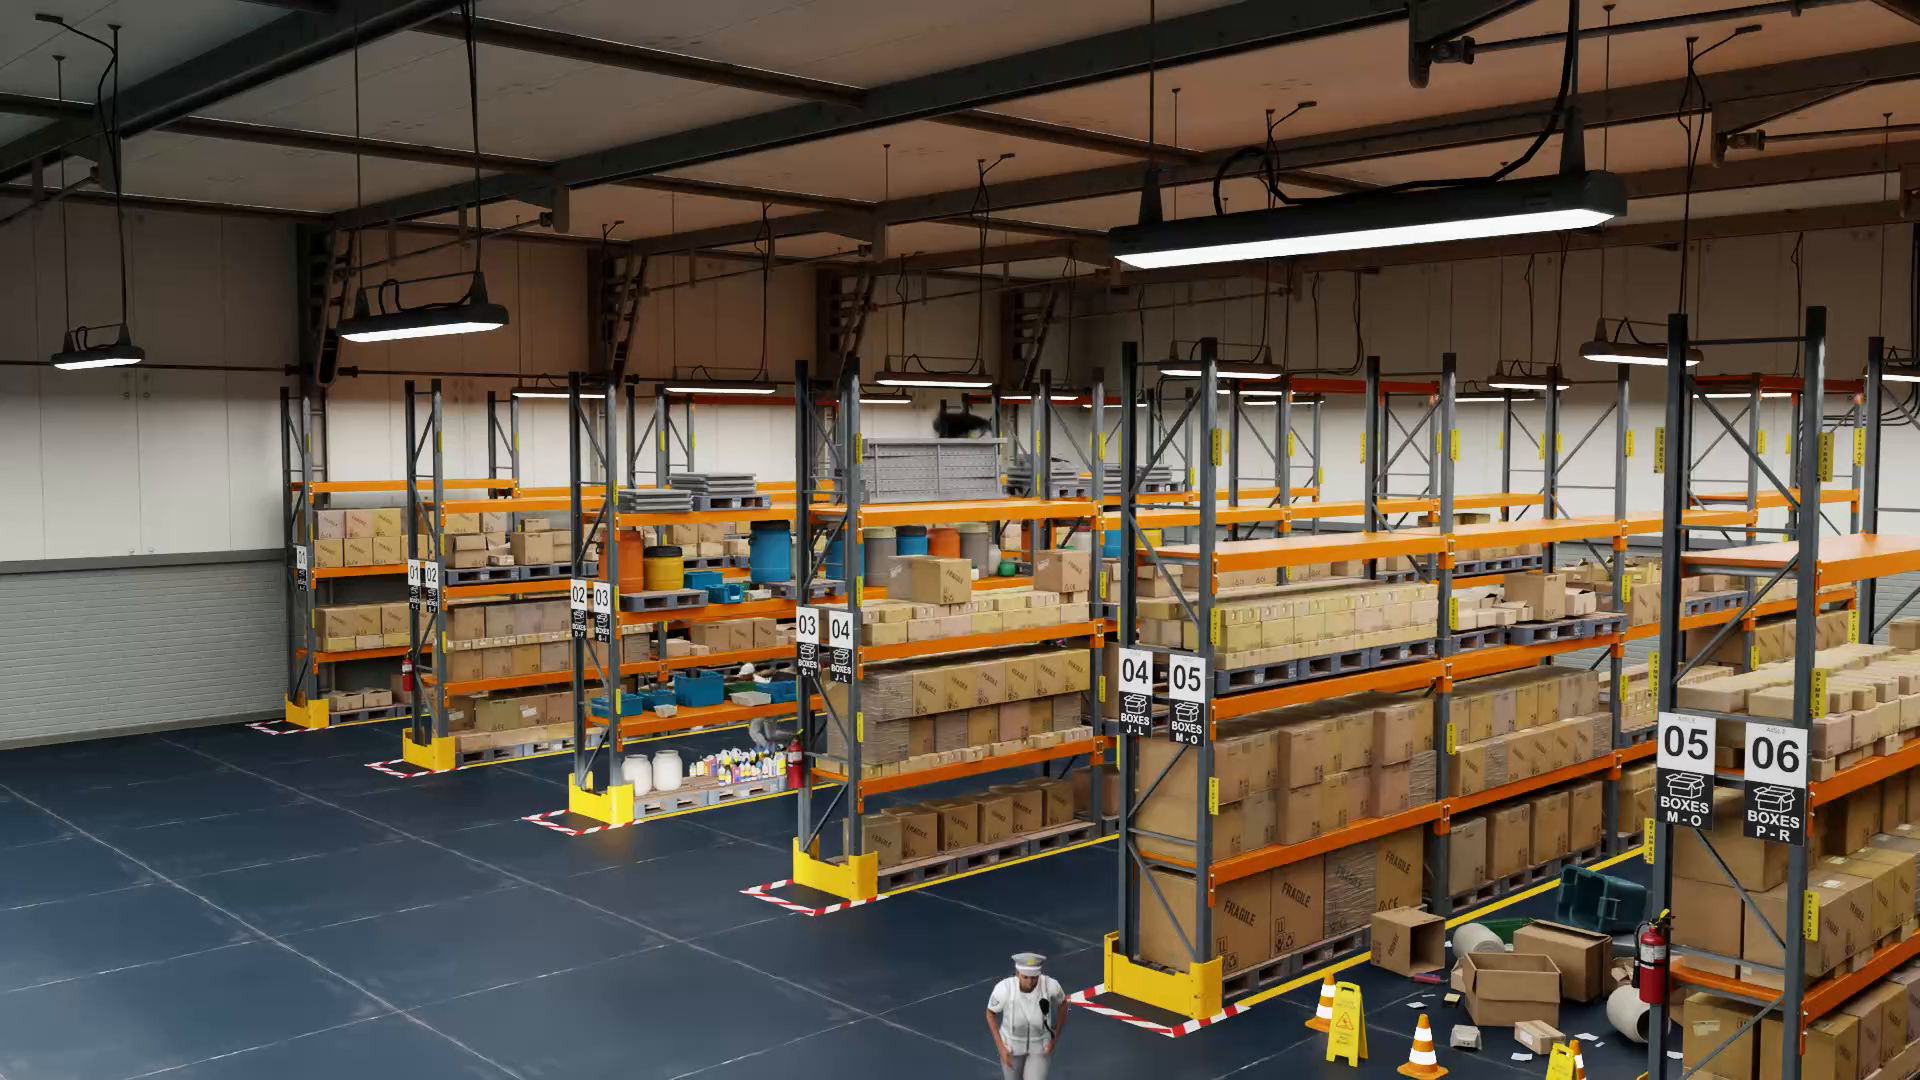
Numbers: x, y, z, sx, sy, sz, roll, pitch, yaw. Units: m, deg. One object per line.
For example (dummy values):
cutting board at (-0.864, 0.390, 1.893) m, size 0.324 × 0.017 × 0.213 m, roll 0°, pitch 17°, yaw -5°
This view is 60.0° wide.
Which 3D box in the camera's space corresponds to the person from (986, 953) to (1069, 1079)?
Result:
person at (0.465, 3.631, 11.847) m, size 0.587 × 1.630 × 0.927 m, roll 0°, pitch 4°, yaw -7°

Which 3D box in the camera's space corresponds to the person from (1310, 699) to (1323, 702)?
person at (4.808, 2.875, 22.266) m, size 0.608 × 1.815 × 1.059 m, roll 3°, pitch 5°, yaw 44°

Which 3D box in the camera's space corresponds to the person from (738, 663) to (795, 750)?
person at (-3.020, 2.708, 26.231) m, size 1.071 × 1.600 × 0.707 m, roll -3°, pitch 5°, yaw -37°
